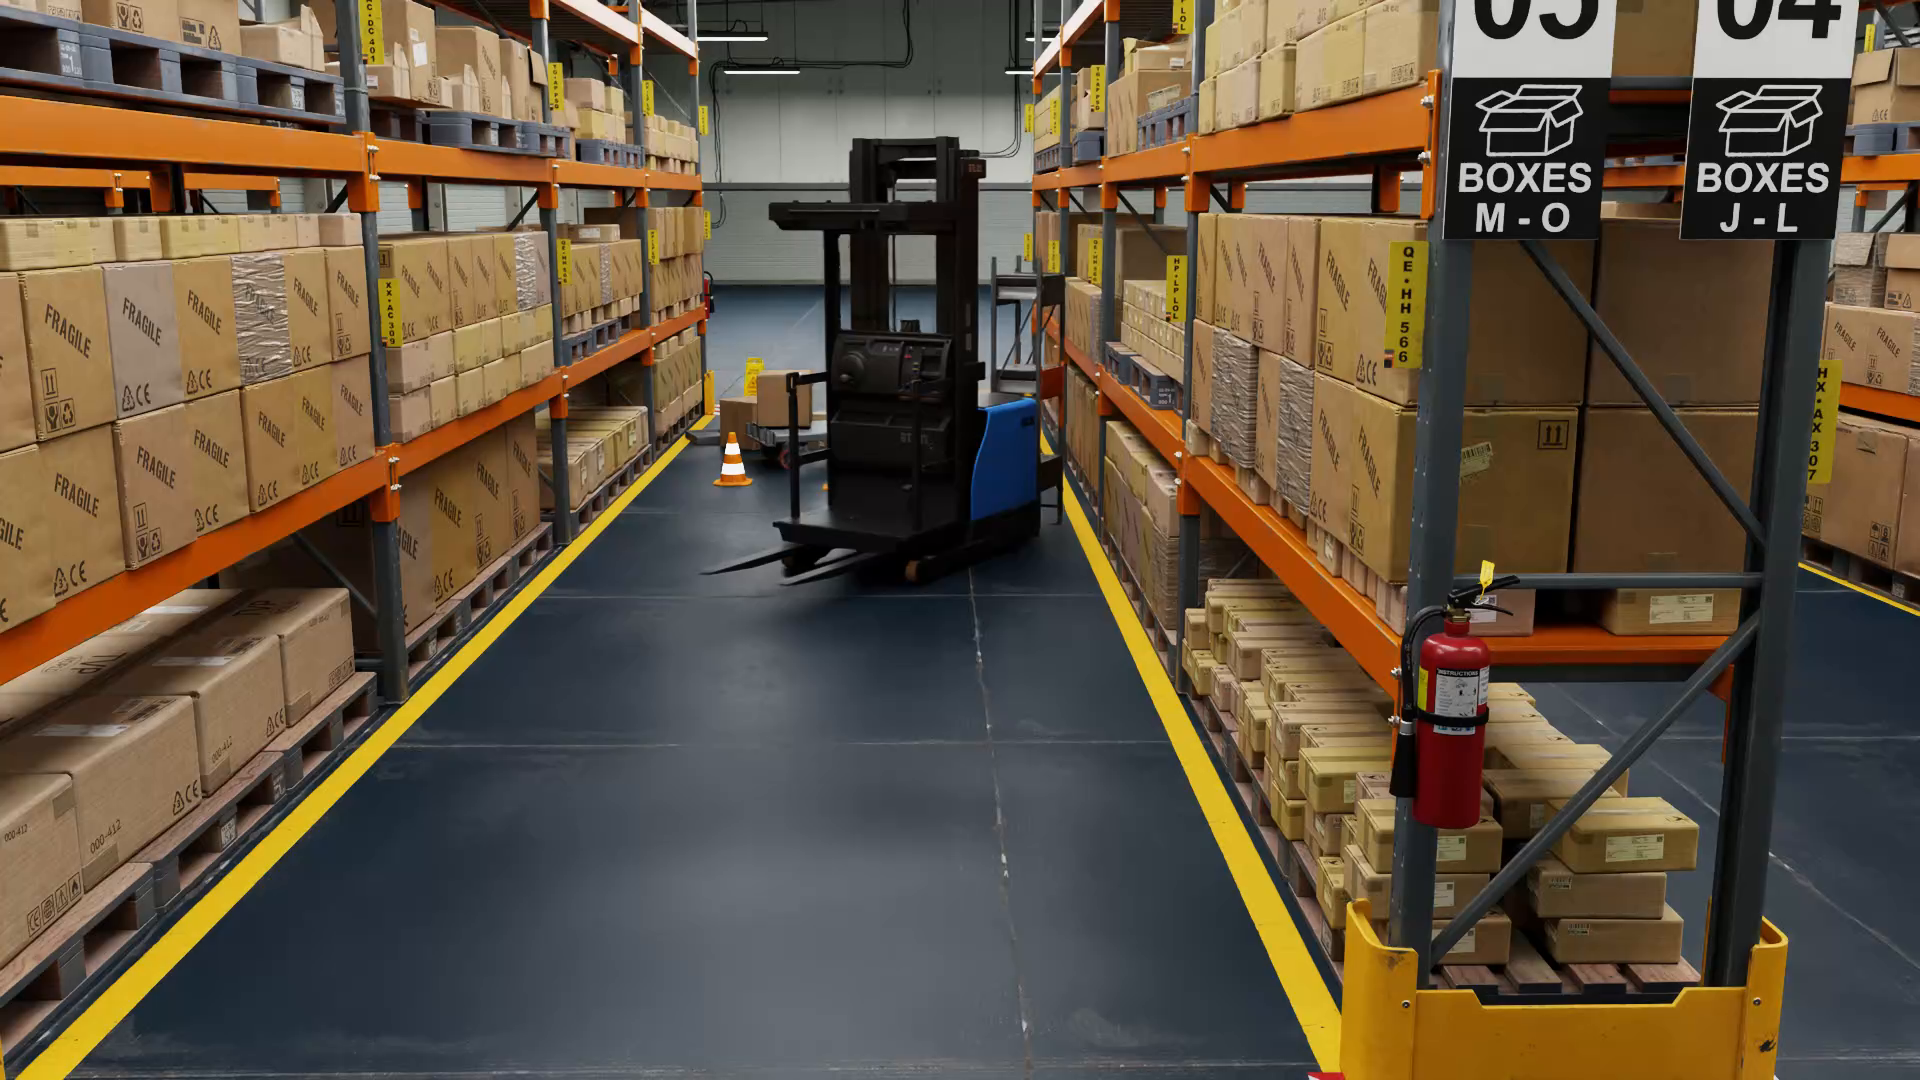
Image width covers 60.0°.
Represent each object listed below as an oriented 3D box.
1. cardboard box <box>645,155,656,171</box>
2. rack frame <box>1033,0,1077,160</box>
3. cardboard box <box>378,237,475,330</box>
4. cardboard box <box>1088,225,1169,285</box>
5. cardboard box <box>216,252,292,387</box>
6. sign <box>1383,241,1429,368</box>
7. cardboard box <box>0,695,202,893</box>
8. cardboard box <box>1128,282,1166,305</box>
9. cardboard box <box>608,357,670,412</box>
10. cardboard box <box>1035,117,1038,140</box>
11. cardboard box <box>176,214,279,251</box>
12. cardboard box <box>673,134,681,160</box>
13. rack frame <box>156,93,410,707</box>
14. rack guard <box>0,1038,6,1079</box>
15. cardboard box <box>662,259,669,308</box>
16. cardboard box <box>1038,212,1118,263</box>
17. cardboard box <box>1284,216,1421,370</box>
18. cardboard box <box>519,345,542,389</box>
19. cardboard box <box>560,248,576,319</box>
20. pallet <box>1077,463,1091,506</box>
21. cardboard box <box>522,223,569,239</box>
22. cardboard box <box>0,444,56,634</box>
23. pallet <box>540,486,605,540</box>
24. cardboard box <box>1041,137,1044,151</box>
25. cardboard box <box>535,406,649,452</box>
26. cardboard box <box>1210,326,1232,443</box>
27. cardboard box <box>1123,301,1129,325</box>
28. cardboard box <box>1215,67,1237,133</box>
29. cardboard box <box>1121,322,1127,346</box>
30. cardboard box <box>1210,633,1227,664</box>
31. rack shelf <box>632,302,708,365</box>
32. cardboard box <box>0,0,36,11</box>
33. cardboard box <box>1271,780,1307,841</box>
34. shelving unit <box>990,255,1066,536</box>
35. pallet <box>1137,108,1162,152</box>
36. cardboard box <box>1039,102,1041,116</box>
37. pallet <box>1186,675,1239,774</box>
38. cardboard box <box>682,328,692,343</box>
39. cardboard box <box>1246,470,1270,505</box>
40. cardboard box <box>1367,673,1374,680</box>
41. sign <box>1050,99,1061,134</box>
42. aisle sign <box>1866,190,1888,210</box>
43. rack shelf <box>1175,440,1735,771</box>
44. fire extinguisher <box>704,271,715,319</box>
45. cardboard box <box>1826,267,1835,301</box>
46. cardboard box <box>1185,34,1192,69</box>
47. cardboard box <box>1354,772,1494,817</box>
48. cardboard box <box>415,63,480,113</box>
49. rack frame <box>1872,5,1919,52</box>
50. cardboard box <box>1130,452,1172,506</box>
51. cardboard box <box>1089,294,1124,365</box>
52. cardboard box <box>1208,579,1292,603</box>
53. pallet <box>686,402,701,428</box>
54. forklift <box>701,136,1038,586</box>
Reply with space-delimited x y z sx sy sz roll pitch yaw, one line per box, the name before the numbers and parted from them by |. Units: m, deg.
cardboard box | -3.195 -3.690 16.293 0.380 0.149 0.250 0 11 -1
rack frame | 1.378 -6.004 19.520 1.000 3.000 0.127 0 11 -1
cardboard box | -3.089 -1.466 9.476 0.500 0.500 0.500 -1 11 -3
cardboard box | 1.499 -2.506 14.602 0.700 0.500 0.500 0 11 -1
cardboard box | -3.013 -0.882 6.597 0.500 0.500 0.500 0 11 0
sign | 1.153 -0.607 4.301 0.100 0.325 0.005 0 11 -1
cardboard box | -3.379 0.894 5.994 0.875 0.438 0.875 0 11 0
cardboard box | 1.367 -1.702 11.482 0.380 0.149 0.250 -1 11 -3
cardboard box | -3.229 -1.572 16.739 0.500 0.500 0.500 0 11 2
cardboard box | 1.131 -4.764 19.274 0.500 0.250 0.500 0 11 -1
cardboard box | -3.081 -1.282 6.938 0.380 0.149 0.250 0 11 -2
cardboard box | -3.252 -4.162 17.613 0.500 0.250 0.500 0 11 -1
rack frame | -3.321 -0.638 8.159 1.000 3.000 0.127 0 11 -1
rack guard | -3.238 1.387 4.465 1.175 0.500 0.348 0 11 -1
cardboard box | -3.250 -2.611 16.887 0.500 0.500 0.500 0 11 -1
cardboard box | 1.326 -3.372 18.541 0.875 0.550 0.550 0 11 -1
cardboard box | 1.420 -0.862 5.750 0.500 0.500 0.500 0 11 2
cardboard box | -3.107 -1.159 11.103 0.500 0.250 0.500 0 11 0
cardboard box | -3.182 -1.924 12.443 0.500 0.500 0.500 -1 11 -3
pallet | 1.580 -0.506 14.522 1.003 0.211 1.213 0 11 -1
cardboard box | -3.830 -2.852 15.384 0.380 0.149 0.250 0 11 -1
cardboard box | -2.961 0.012 4.706 0.500 0.500 0.500 0 11 -2
pallet | -3.418 -0.222 13.122 1.003 0.211 1.213 0 11 -1
cardboard box | 1.091 -4.345 18.213 0.380 0.149 0.250 0 11 -2
cardboard box | -3.473 -1.042 15.704 0.950 0.372 0.625 0 11 0
cardboard box | 1.402 -0.675 7.344 0.500 0.500 0.500 0 11 -1
cardboard box | 1.353 -1.605 11.754 0.380 0.149 0.250 0 11 1
cardboard box | 1.391 -1.882 7.126 0.500 0.250 0.500 0 11 -2
cardboard box | 1.351 -1.466 11.819 0.380 0.149 0.250 0 11 -2
cardboard box | 1.408 0.490 7.963 0.380 0.149 0.250 0 11 -1
rack shelf | -3.528 -2.273 18.029 1.077 0.370 4.000 0 11 -1
cardboard box | -3.031 -1.662 4.986 0.380 0.149 0.250 0 11 1
cardboard box | 1.377 1.001 6.193 0.380 0.149 0.250 -1 11 -4
shelving unit | 0.523 -1.119 12.795 0.431 2.100 0.503 5 13 24
pallet | 1.695 -2.386 9.702 1.213 0.211 1.003 0 11 -1
cardboard box | 1.081 -4.838 18.635 0.380 0.149 0.250 0 11 -1
pallet | 1.675 0.822 7.979 1.003 0.211 1.213 0 11 -1
cardboard box | -3.215 -2.286 18.626 0.380 0.149 0.250 0 11 0
cardboard box | 1.380 -0.236 6.810 0.380 0.149 0.250 0 11 1
cardboard box | 1.923 0.636 7.245 0.380 0.149 0.250 0 11 0
sign | 0.906 -4.028 15.827 0.100 0.325 0.005 0 11 -1
aisle sign | 10.996 -4.372 20.024 0.394 0.787 0.004 0 11 -1
rack shelf | 1.667 0.072 6.471 1.077 0.370 4.000 0 11 -1
fire extinguisher | -3.111 -3.010 20.047 0.296 0.674 0.183 0 11 -1
cardboard box | 6.453 -1.836 12.756 0.500 0.500 0.500 -2 12 -8
cardboard box | 1.725 -2.712 9.525 0.797 0.503 0.637 0 11 -2
cardboard box | 1.496 0.862 5.383 0.380 0.149 0.250 0 11 0
cardboard box | -3.009 -2.613 9.630 0.396 0.266 0.258 1 11 4
rack frame | 11.291 -6.025 19.622 1.000 3.000 0.127 0 11 -1
cardboard box | 1.335 -0.381 10.237 0.500 0.250 0.500 -1 11 -4
cardboard box | 1.265 -1.611 12.704 0.500 0.500 0.500 0 11 -1
cardboard box | 1.426 0.291 8.199 0.380 0.149 0.250 0 11 1
pallet | -3.586 -1.480 19.323 1.003 0.211 1.213 0 11 -1
forklift | -0.583 -1.240 11.299 1.130 2.935 3.031 7 13 29
